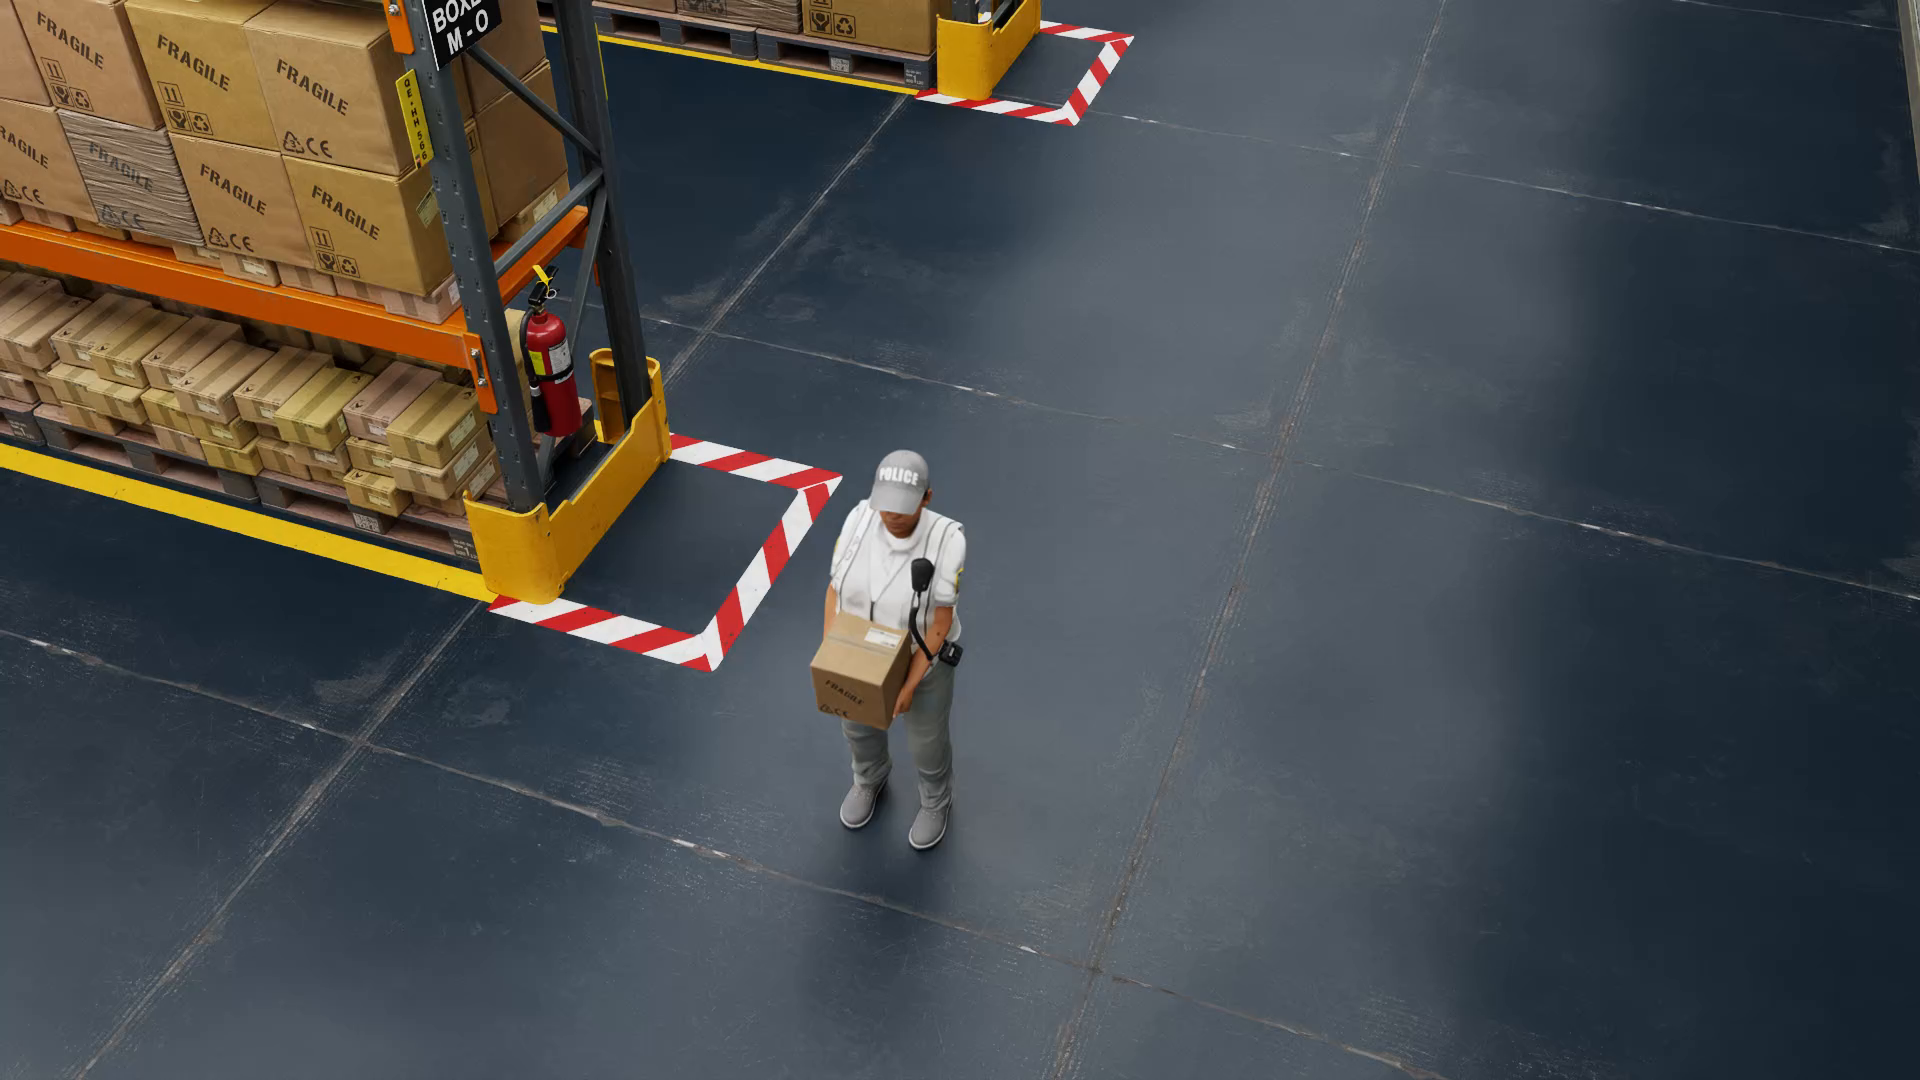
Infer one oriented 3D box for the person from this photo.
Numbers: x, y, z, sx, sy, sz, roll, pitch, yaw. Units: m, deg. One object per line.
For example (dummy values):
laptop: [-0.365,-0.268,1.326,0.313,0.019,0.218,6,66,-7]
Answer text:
person: [-0.238,0.430,5.685,0.454,1.655,0.535,15,44,16]
